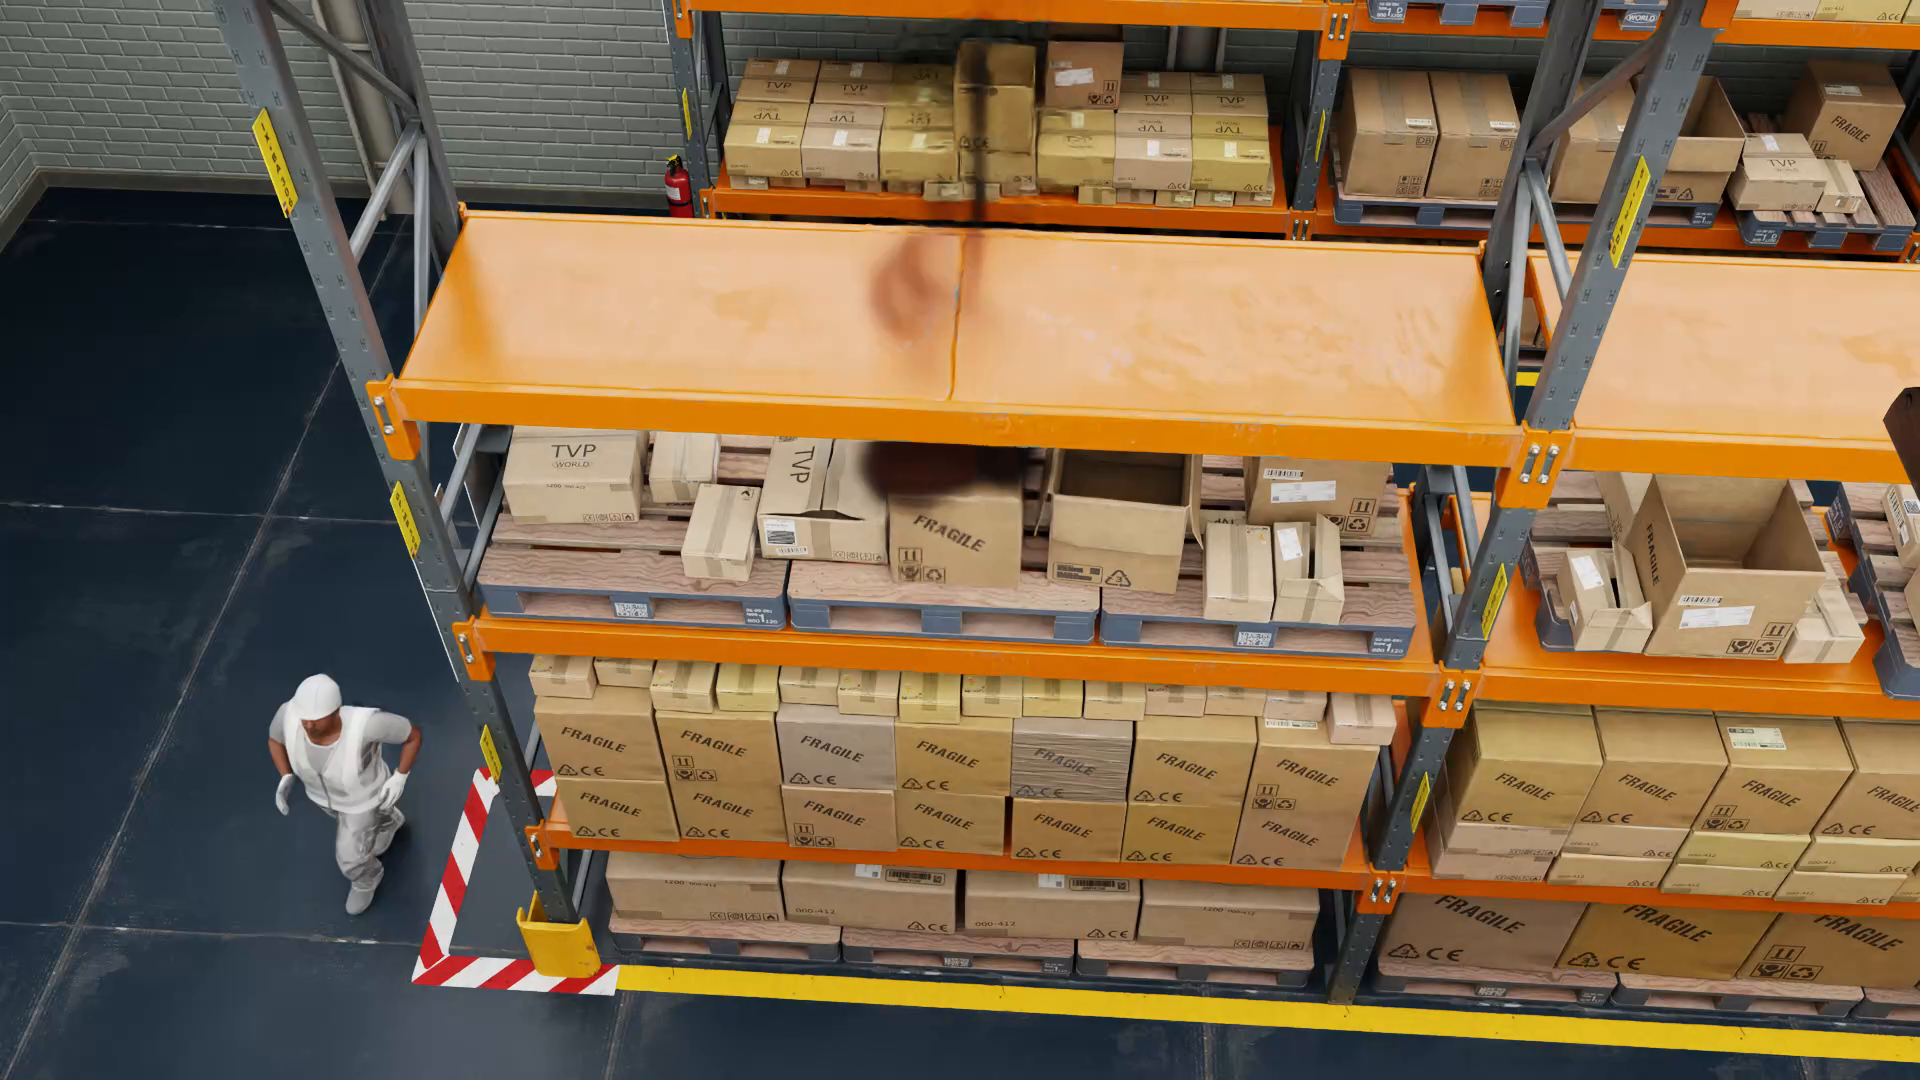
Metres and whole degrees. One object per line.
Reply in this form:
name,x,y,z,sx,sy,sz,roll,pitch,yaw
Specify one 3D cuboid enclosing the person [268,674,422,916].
person,-3.066,1.267,8.399,0.709,1.798,0.705,13,49,12
